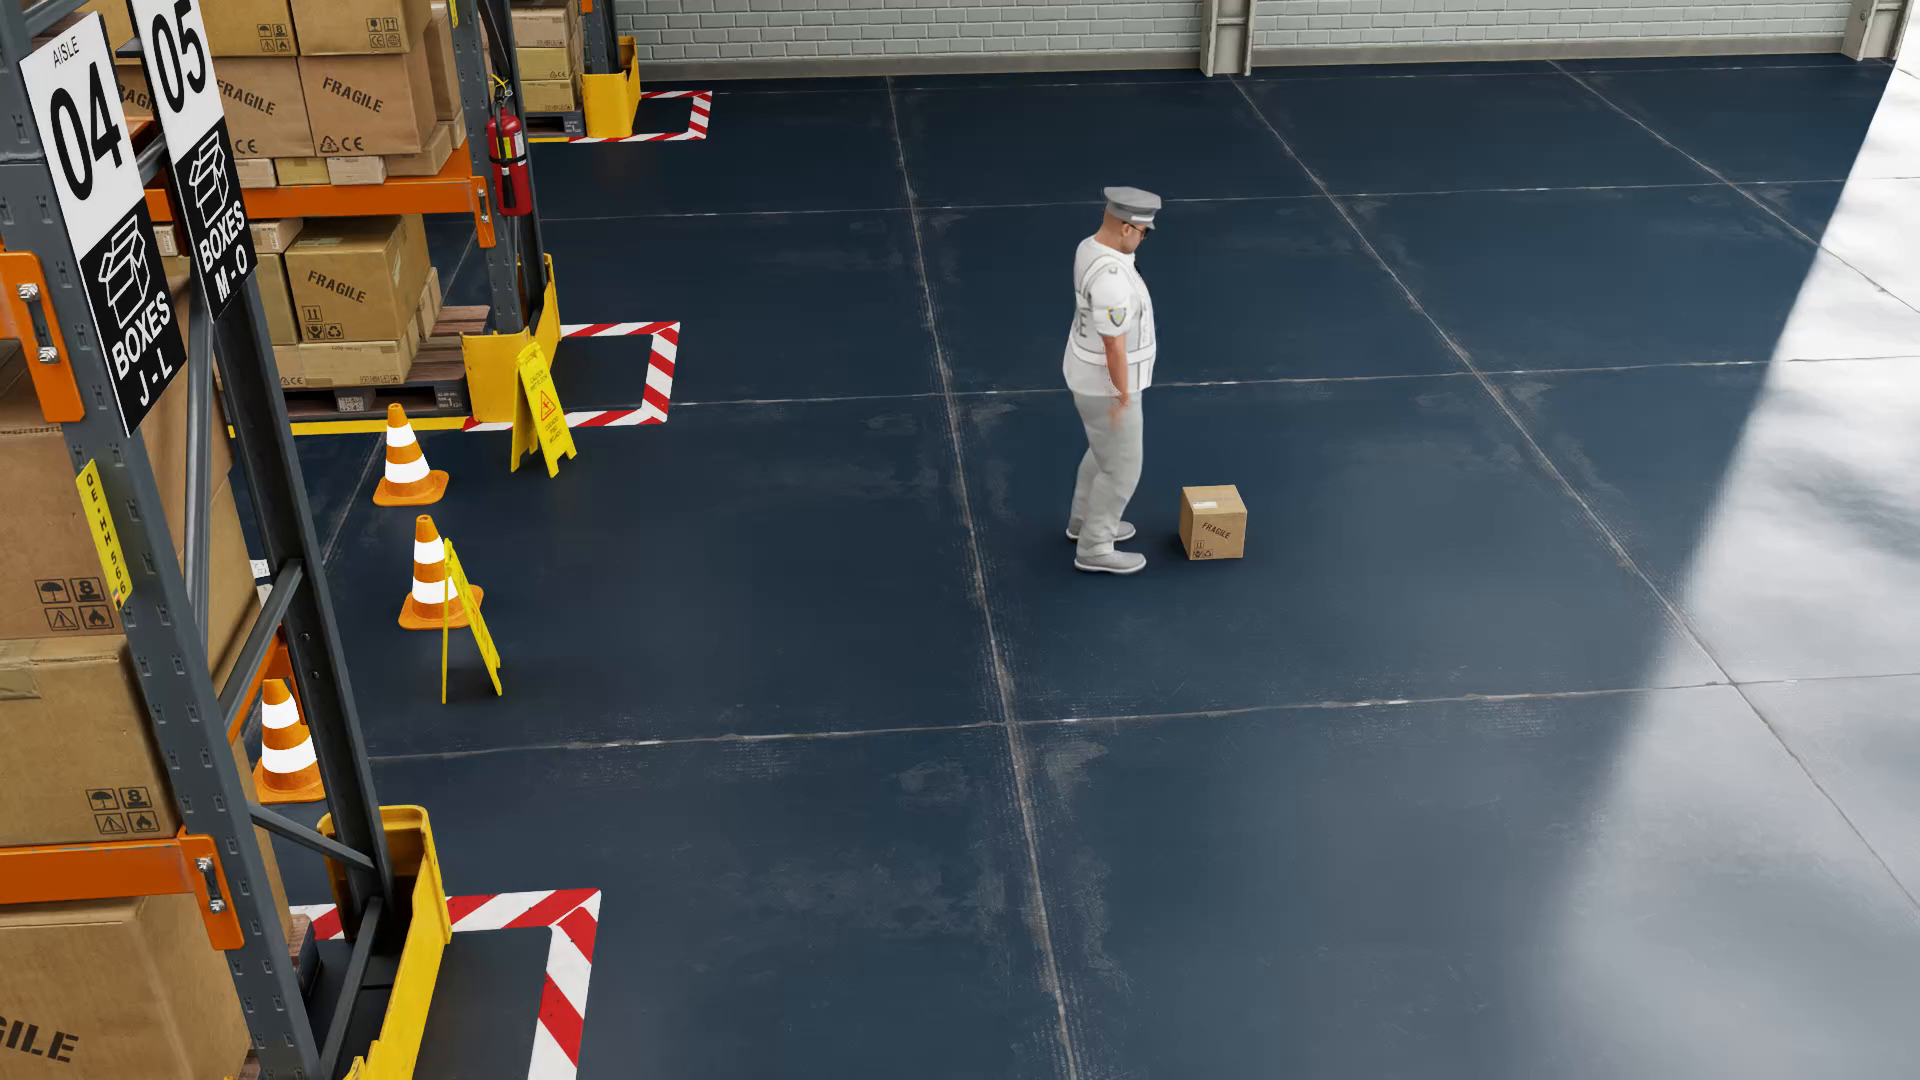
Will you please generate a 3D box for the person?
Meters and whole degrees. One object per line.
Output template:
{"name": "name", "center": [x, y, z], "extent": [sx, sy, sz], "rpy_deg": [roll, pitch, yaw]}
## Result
{"name": "person", "center": [0.652, -0.702, 7.326], "extent": [0.388, 1.733, 0.535], "rpy_deg": [-2, 31, -4]}
